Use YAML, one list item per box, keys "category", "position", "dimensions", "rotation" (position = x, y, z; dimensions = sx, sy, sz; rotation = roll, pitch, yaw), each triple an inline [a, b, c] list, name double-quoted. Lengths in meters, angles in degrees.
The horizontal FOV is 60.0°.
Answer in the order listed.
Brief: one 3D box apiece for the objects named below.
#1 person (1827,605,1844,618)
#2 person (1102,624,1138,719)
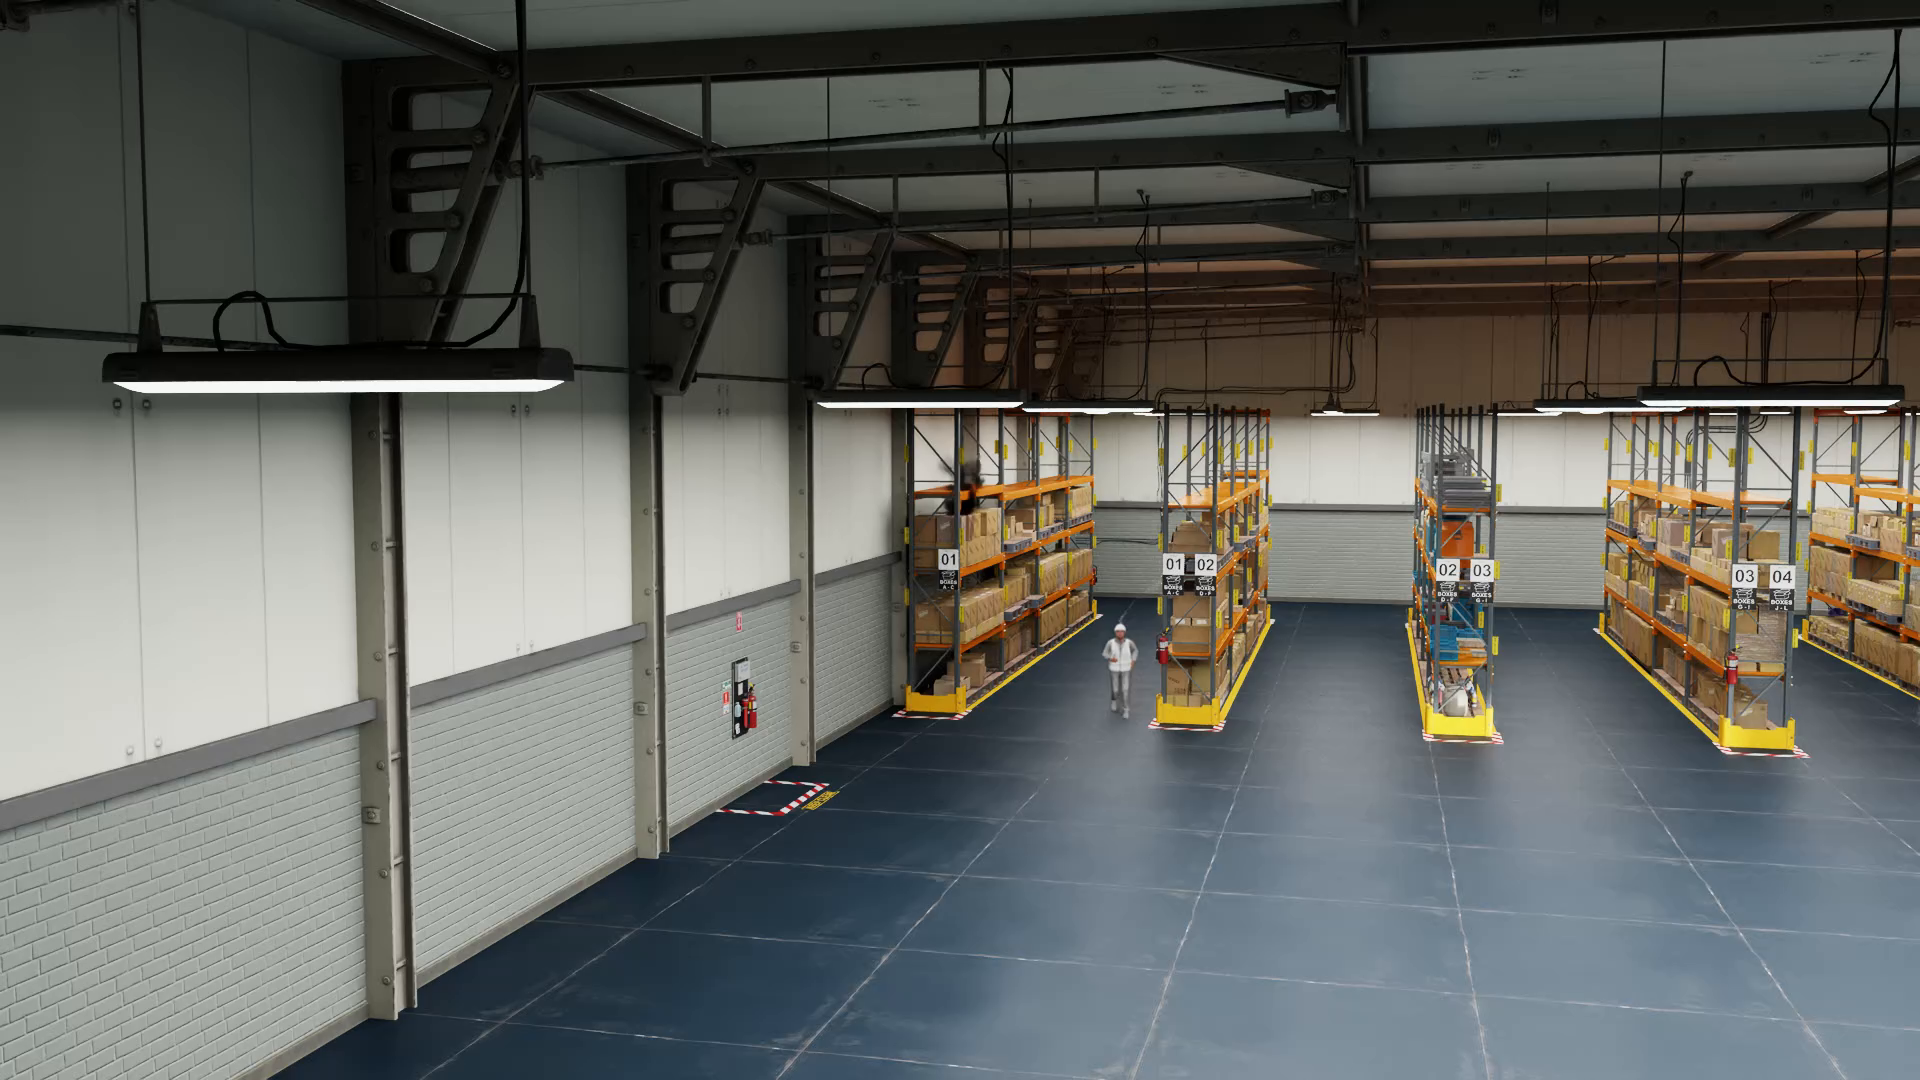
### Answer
- category: "person"
  position: [23.385, 1.695, 44.289]
  dimensions: [0.945, 1.637, 0.623]
  rotation: [1, 4, 12]
- category: "person"
  position: [3.069, 2.494, 31.931]
  dimensions: [0.692, 1.773, 0.945]
  rotation: [0, 4, 4]
